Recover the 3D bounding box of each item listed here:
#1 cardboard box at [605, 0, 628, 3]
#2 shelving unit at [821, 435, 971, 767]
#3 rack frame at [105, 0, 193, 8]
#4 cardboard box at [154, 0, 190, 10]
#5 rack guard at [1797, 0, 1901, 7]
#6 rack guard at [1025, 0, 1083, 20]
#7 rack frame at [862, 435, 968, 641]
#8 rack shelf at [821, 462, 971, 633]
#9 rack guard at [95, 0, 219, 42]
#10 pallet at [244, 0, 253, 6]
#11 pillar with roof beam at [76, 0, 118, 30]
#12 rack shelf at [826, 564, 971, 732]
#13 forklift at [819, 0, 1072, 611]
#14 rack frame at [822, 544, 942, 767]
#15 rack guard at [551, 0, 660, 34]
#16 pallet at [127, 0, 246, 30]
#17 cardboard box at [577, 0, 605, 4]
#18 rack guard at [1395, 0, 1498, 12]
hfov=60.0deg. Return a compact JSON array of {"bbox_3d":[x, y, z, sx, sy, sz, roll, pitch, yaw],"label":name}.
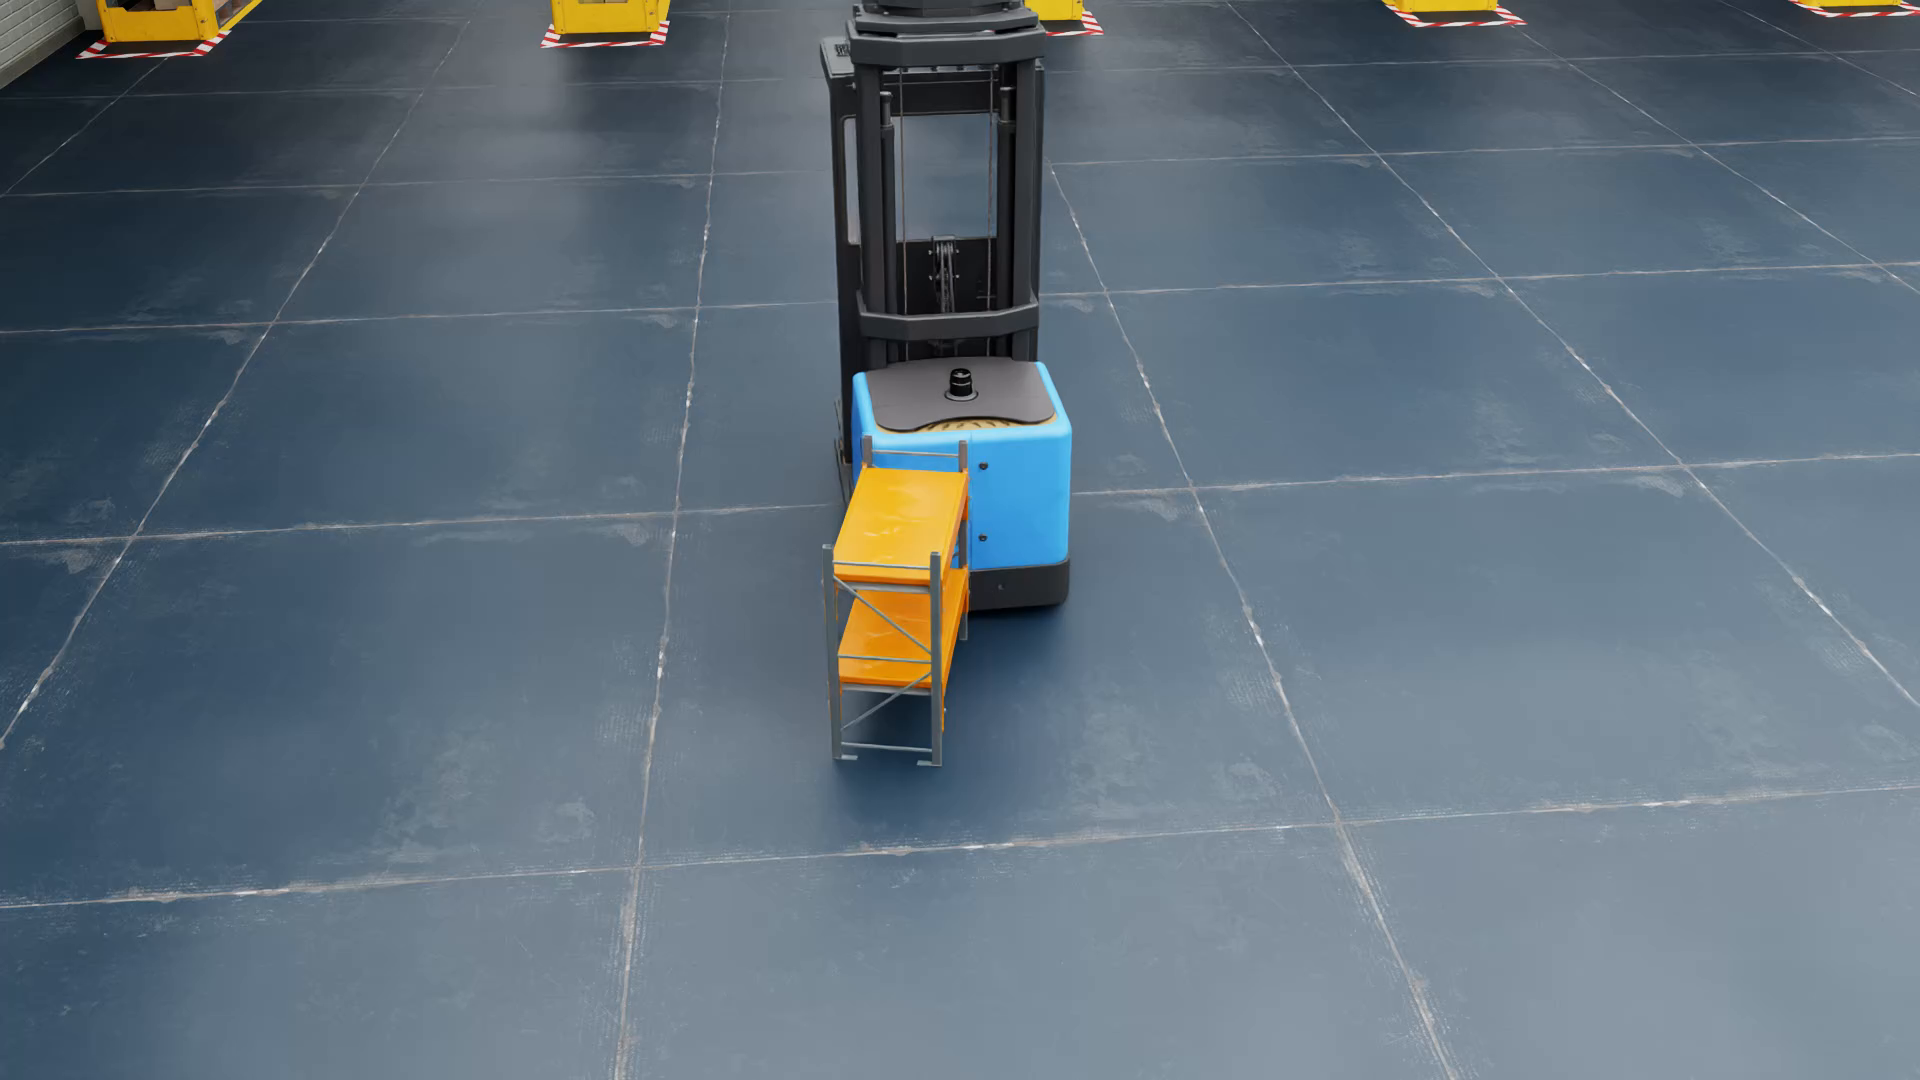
[{"bbox_3d":[-3.870,-6.439,19.377,0.500,0.250,0.500,-3,31,-5],"label":"cardboard box"},{"bbox_3d":[-0.271,0.265,7.710,0.538,1.125,1.048,3,31,6],"label":"shelving unit"},{"bbox_3d":[-8.973,-6.916,17.903,1.000,3.000,0.127,-3,31,-5],"label":"rack frame"},{"bbox_3d":[-8.948,-6.308,19.079,0.500,0.311,0.500,-6,31,-10],"label":"cardboard box"},{"bbox_3d":[10.772,-6.728,20.027,1.175,0.500,0.348,-3,31,-5],"label":"rack guard"},{"bbox_3d":[0.837,-6.354,19.400,1.175,0.500,0.348,-3,31,-5],"label":"rack guard"},{"bbox_3d":[-0.212,0.006,8.143,0.500,1.125,0.032,3,31,6],"label":"rack frame"},{"bbox_3d":[-0.271,0.014,7.560,0.538,0.278,1.000,3,31,6],"label":"rack shelf"},{"bbox_3d":[-8.980,-5.882,18.609,1.175,0.500,0.348,-3,31,-5],"label":"rack guard"},{"bbox_3d":[-9.132,-6.795,20.421,1.003,0.211,1.213,-3,31,-5],"label":"pallet"},{"bbox_3d":[-5.614,-10.014,17.239,9.100,9.000,0.400,-3,31,-5],"label":"pillar with roof beam"},{"bbox_3d":[-0.271,0.475,7.835,0.538,0.278,1.000,3,31,6],"label":"rack shelf"},{"bbox_3d":[-0.151,-1.604,9.077,1.130,2.935,3.031,-4,31,-7],"label":"forklift"},{"bbox_3d":[-0.330,0.524,7.276,0.500,1.125,0.032,3,31,6],"label":"rack frame"},{"bbox_3d":[-4.039,-6.070,18.924,1.175,0.500,0.348,-3,31,-5],"label":"rack guard"},{"bbox_3d":[-9.021,-6.174,19.381,1.003,0.211,1.213,-3,31,-5],"label":"pallet"},{"bbox_3d":[-4.386,-6.415,19.336,0.500,0.250,0.500,-3,31,-5],"label":"cardboard box"},{"bbox_3d":[5.815,-6.593,19.801,1.175,0.500,0.348,-3,31,-5],"label":"rack guard"}]
